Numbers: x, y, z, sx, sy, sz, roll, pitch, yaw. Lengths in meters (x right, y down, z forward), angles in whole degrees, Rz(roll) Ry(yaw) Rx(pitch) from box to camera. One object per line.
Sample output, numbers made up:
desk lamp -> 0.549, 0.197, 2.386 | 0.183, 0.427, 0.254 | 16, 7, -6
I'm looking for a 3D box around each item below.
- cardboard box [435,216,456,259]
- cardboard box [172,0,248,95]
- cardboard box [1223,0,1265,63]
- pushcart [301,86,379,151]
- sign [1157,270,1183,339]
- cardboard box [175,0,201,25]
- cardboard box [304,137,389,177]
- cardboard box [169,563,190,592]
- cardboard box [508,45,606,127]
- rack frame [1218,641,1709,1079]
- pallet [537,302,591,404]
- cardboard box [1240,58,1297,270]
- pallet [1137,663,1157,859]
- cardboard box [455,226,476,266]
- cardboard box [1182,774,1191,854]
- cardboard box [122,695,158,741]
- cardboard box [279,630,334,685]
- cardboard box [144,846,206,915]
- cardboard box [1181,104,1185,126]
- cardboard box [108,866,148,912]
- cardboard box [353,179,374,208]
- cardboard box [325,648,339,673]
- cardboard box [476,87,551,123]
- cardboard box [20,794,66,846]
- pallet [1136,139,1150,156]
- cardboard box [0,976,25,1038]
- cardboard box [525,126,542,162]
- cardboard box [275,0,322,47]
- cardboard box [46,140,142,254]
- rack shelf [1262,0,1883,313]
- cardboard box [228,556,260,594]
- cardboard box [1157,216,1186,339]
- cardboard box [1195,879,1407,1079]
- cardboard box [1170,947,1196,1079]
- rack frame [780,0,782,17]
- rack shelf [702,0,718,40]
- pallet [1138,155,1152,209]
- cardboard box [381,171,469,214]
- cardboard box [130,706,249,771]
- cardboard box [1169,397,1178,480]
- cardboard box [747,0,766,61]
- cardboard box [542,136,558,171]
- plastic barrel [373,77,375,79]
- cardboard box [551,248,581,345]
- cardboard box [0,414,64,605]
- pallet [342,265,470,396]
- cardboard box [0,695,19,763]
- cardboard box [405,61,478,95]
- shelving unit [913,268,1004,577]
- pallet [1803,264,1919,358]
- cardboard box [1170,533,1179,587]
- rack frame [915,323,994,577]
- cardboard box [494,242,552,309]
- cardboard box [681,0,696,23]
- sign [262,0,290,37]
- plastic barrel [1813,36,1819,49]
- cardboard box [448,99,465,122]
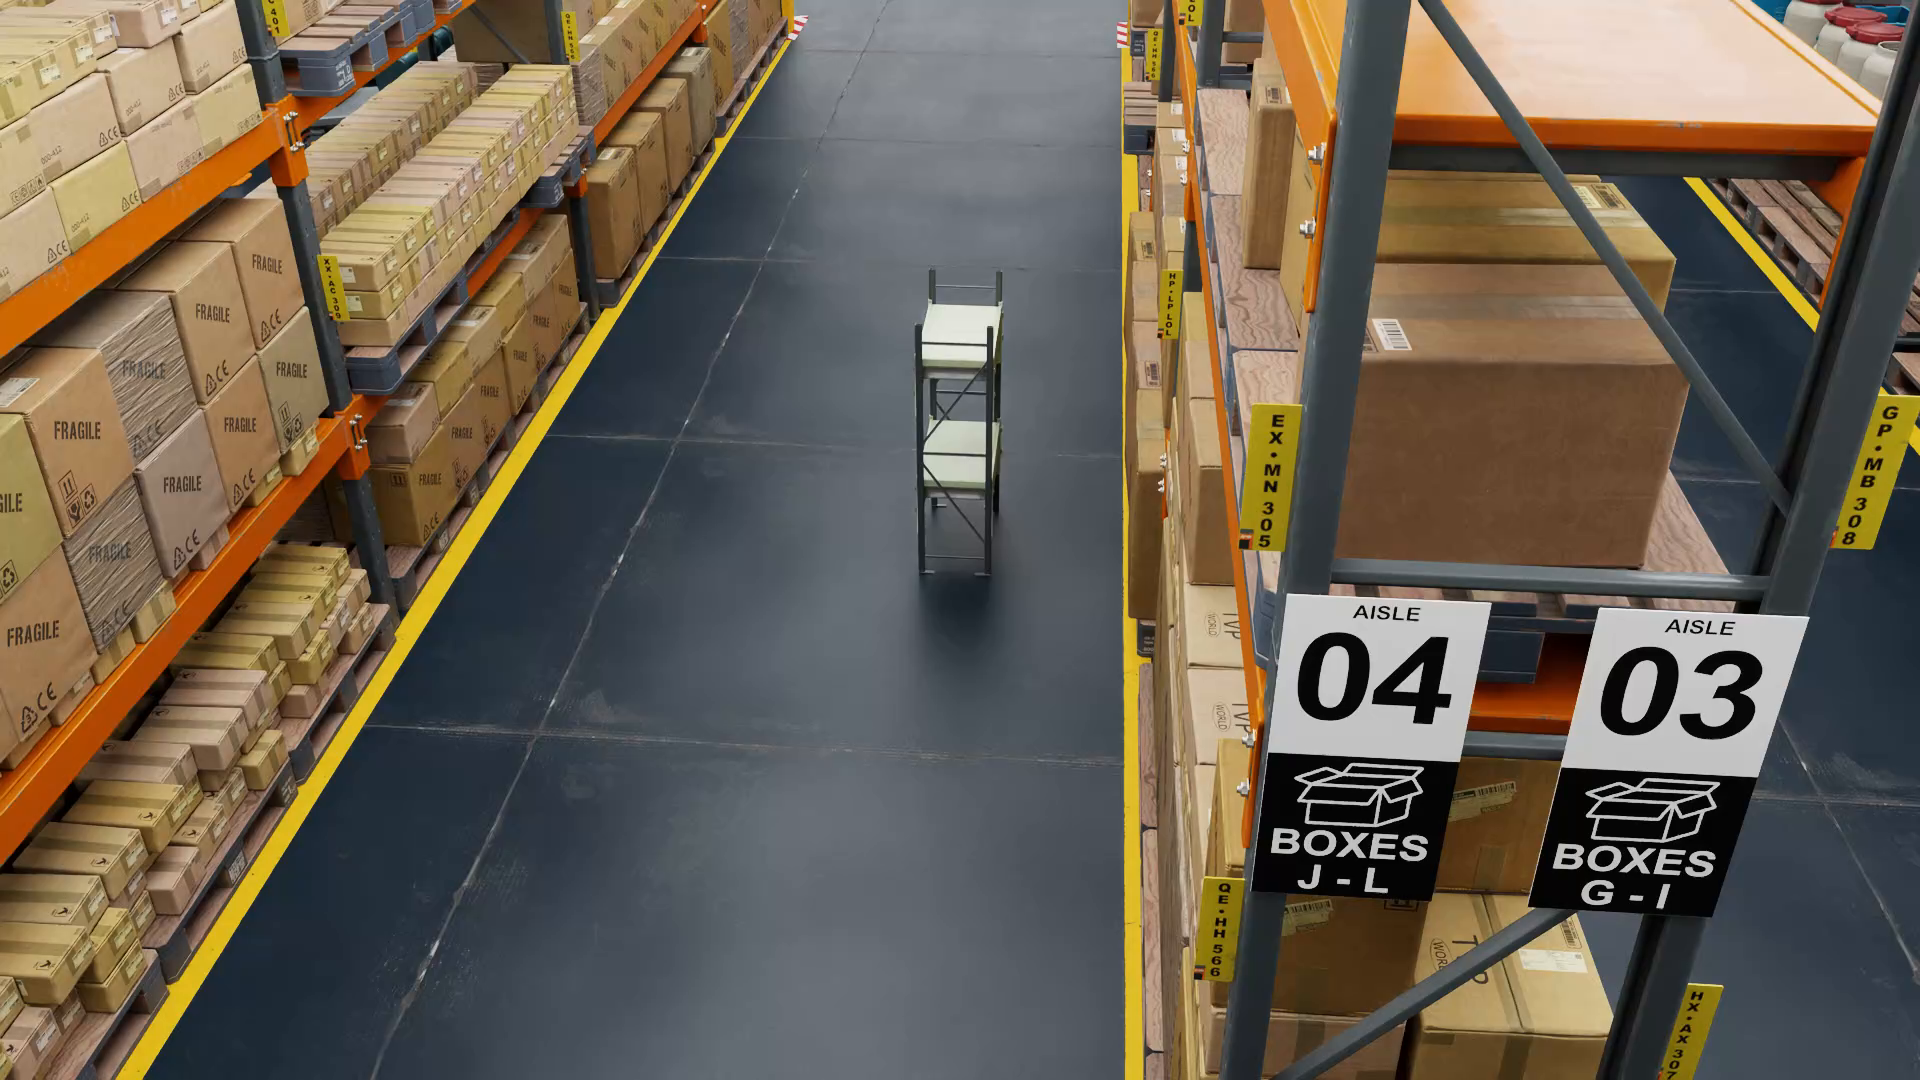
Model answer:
cardboard box -> -2.914, -1.615, 8.848 | 0.380, 0.149, 0.250 | 1, 32, 2
cardboard box -> -3.249, -1.998, 6.720 | 0.500, 0.250, 0.500 | 1, 32, 2
cardboard box -> 1.507, -2.361, 7.148 | 0.700, 0.500, 0.500 | 3, 32, 5
pushcart -> -5.479, -3.978, 15.626 | 1.648, 0.377, 0.936 | -8, 33, -13
sign -> 0.929, -1.036, 7.325 | 0.100, 0.325, 0.005 | 2, 32, 4
cardboard box -> -3.230, -2.105, 6.515 | 0.380, 0.149, 0.250 | 3, 32, 5
cardboard box -> -3.500, -2.190, 9.496 | 0.380, 0.149, 0.250 | 2, 32, 3
cardboard box -> -3.360, 0.127, 6.705 | 0.380, 0.149, 0.250 | 2, 32, 3
cardboard box -> -2.834, -3.181, 11.738 | 0.500, 0.500, 0.500 | 3, 32, 5
rack frame -> 1.145, 1.532, 4.184 | 1.000, 3.000, 0.127 | 2, 32, 4
pallet -> -3.204, -1.320, 11.471 | 1.003, 0.211, 1.213 | 2, 32, 4
cardboard box -> 1.234, -1.140, 5.071 | 0.700, 0.500, 0.500 | 4, 32, 6
pallet -> 1.330, 1.022, 7.670 | 1.003, 0.211, 1.213 | 2, 32, 4
cardboard box -> -2.892, -1.622, 9.143 | 0.380, 0.149, 0.250 | 1, 32, 2
cardboard box -> 0.927, 0.905, 5.442 | 0.380, 0.149, 0.250 | 2, 32, 3
cardboard box -> -3.799, 0.809, 7.392 | 0.380, 0.149, 0.250 | 4, 32, 6
cardboard box -> -3.188, 0.546, 7.819 | 0.380, 0.149, 0.250 | 1, 32, 2
cardboard box -> -3.313, 1.379, 6.751 | 0.380, 0.149, 0.250 | 1, 32, 2
cardboard box -> 1.664, -2.398, 9.511 | 0.797, 0.503, 0.637 | 3, 32, 5
cardboard box -> -3.426, 1.368, 6.485 | 0.380, 0.149, 0.250 | 1, 32, 2
cardboard box -> -3.526, -1.928, 9.356 | 0.380, 0.149, 0.250 | 3, 32, 4
cardboard box -> -3.262, 0.563, 8.075 | 0.380, 0.149, 0.250 | 3, 32, 5
cardboard box -> -2.766, -2.696, 10.319 | 0.380, 0.149, 0.250 | 3, 32, 5
cardboard box -> -3.845, 1.083, 6.663 | 0.380, 0.149, 0.250 | 1, 32, 2
pallet -> 2.141, -3.908, 15.670 | 1.003, 0.211, 1.213 | 2, 32, 4
cardboard box -> -3.507, 1.641, 5.759 | 0.380, 0.149, 0.250 | 3, 32, 5
cardboard box -> -2.786, -2.428, 10.167 | 0.380, 0.149, 0.250 | 3, 32, 4
cardboard box -> -3.325, -2.516, 7.399 | 0.700, 0.500, 0.500 | 3, 32, 4
cardboard box -> -3.329, -1.243, 5.971 | 0.500, 0.250, 0.500 | 2, 32, 3
rack shelf -> 1.307, -1.591, 4.601 | 1.077, 0.370, 4.000 | 2, 32, 4
cardboard box -> -3.700, 0.129, 8.212 | 0.380, 0.149, 0.250 | 4, 32, 6
cardboard box -> 1.319, -1.390, 8.831 | 0.500, 0.500, 0.500 | 2, 32, 3
cardboard box -> 0.920, 1.205, 4.575 | 0.500, 0.250, 0.500 | 2, 32, 3
cardboard box -> 1.117, 1.920, 5.180 | 0.875, 0.875, 0.875 | 2, 32, 4
rack frame -> -2.488, -7.099, 18.190 | 1.000, 3.000, 0.127 | 2, 32, 4
rack shelf -> -2.651, -5.747, 16.682 | 1.077, 0.370, 4.000 | 2, 32, 4
pallet -> 2.060, -3.148, 14.437 | 1.003, 0.211, 1.213 | 2, 32, 4
cardboard box -> -2.891, -1.880, 8.993 | 0.380, 0.149, 0.250 | 2, 32, 4
cardboard box -> -3.268, 0.840, 7.058 | 0.380, 0.149, 0.250 | 1, 32, 2
cardboard box -> 1.171, -0.387, 7.159 | 0.500, 0.250, 0.500 | 2, 32, 3
cardboard box -> -2.547, -5.555, 17.311 | 0.875, 0.875, 0.875 | 2, 32, 3
cardboard box -> -2.764, -2.445, 10.478 | 0.380, 0.149, 0.250 | 3, 32, 5
plastic barrel -> -6.089, -5.016, 17.266 | 0.512, 0.421, 0.421 | 27, 41, 37
cardboard box -> -2.932, -1.675, 11.371 | 0.500, 0.500, 0.500 | 2, 32, 4
cardboard box -> -3.390, -0.086, 5.478 | 0.500, 0.500, 0.500 | 2, 32, 3
pallet -> -3.258, -1.136, 8.697 | 1.003, 0.211, 1.213 | 2, 32, 4
cardboard box -> -3.461, 0.595, 5.327 | 0.500, 0.500, 0.500 | 3, 32, 4
cardboard box -> -3.370, -3.005, 10.819 | 0.380, 0.149, 0.250 | 3, 32, 4
shelving unit -> 0.001, -0.642, 9.142 | 0.431, 1.500, 0.755 | 2, 32, 4
pallet -> 6.834, -1.655, 12.015 | 1.003, 0.211, 1.213 | 2, 32, 4
cardboard box -> 1.053, 0.101, 6.747 | 0.380, 0.149, 0.250 | 2, 32, 3
rack frame -> -0.029, -0.451, 8.832 | 0.400, 1.500, 0.023 | 2, 32, 4
cardboard box -> -2.964, -1.716, 10.723 | 0.500, 0.250, 0.500 | 3, 32, 5
cardboard box -> -2.590, -4.765, 14.308 | 0.500, 0.500, 0.500 | 2, 32, 4
sign -> -2.924, -2.302, 7.054 | 0.100, 0.325, 0.005 | 2, 32, 4
plastic barrel -> 6.797, -3.786, 12.947 | 0.301, 0.262, 0.301 | 0, 32, 0
cardboard box -> -3.399, -2.728, 10.653 | 0.380, 0.149, 0.250 | 4, 32, 6
